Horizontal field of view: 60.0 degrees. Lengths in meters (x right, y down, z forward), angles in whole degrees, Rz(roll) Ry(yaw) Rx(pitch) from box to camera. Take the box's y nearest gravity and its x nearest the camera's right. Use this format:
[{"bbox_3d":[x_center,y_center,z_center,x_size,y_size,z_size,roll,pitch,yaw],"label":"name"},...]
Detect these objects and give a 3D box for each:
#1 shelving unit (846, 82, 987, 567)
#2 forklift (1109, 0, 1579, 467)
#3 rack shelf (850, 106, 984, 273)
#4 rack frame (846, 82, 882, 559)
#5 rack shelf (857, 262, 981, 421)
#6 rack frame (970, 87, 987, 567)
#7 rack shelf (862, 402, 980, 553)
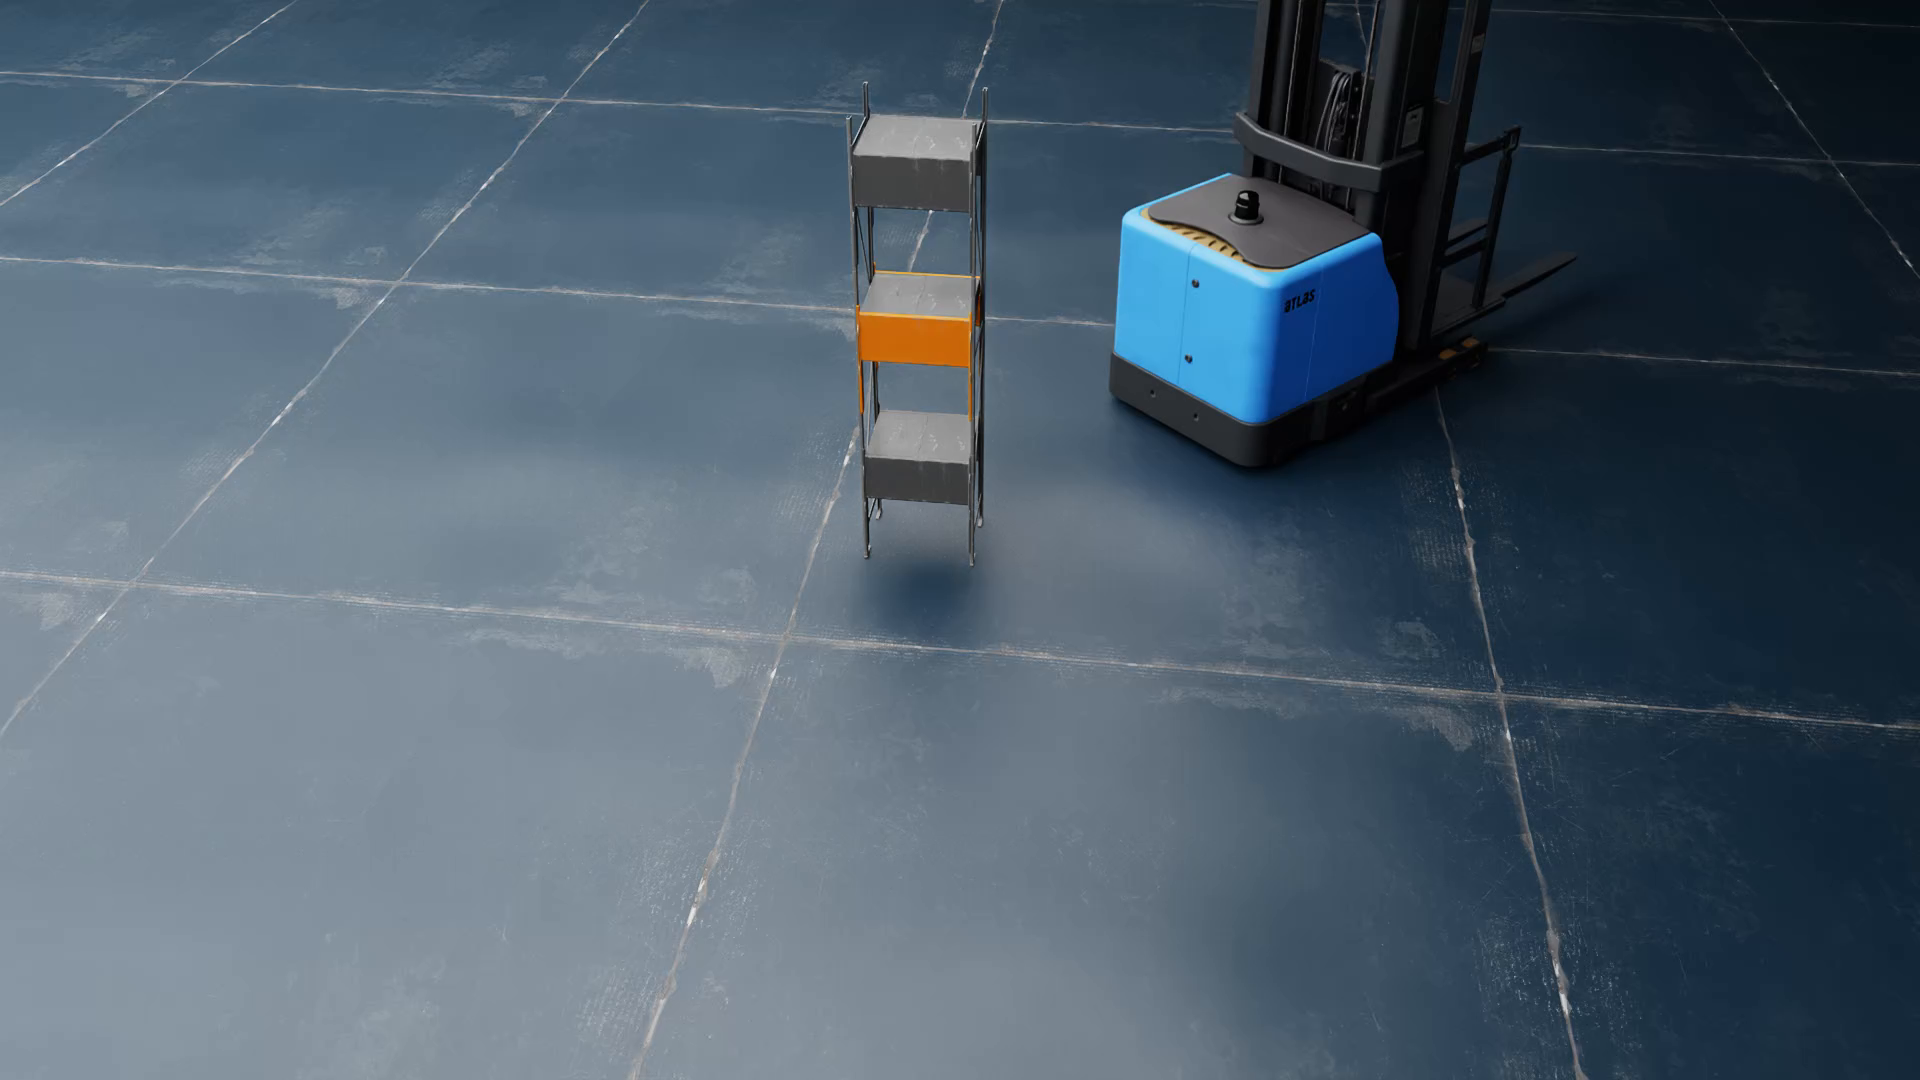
[{"bbox_3d":[-0.164,-0.867,7.157,0.503,2.100,0.431,4,36,6],"label":"shelving unit"},{"bbox_3d":[2.236,-2.263,8.398,3.031,2.935,1.130,-26,43,-31],"label":"forklift"},{"bbox_3d":[-0.164,-1.426,6.758,0.480,0.518,0.431,4,36,6],"label":"rack shelf"},{"bbox_3d":[-0.406,-0.885,7.183,0.015,2.100,0.400,4,36,6],"label":"rack frame"},{"bbox_3d":[-0.164,-0.856,7.165,0.480,0.518,0.431,4,36,6],"label":"rack shelf"},{"bbox_3d":[0.078,-0.849,7.132,0.015,2.100,0.400,4,36,6],"label":"rack frame"},{"bbox_3d":[-0.164,-0.286,7.572,0.480,0.518,0.431,4,36,6],"label":"rack shelf"}]
